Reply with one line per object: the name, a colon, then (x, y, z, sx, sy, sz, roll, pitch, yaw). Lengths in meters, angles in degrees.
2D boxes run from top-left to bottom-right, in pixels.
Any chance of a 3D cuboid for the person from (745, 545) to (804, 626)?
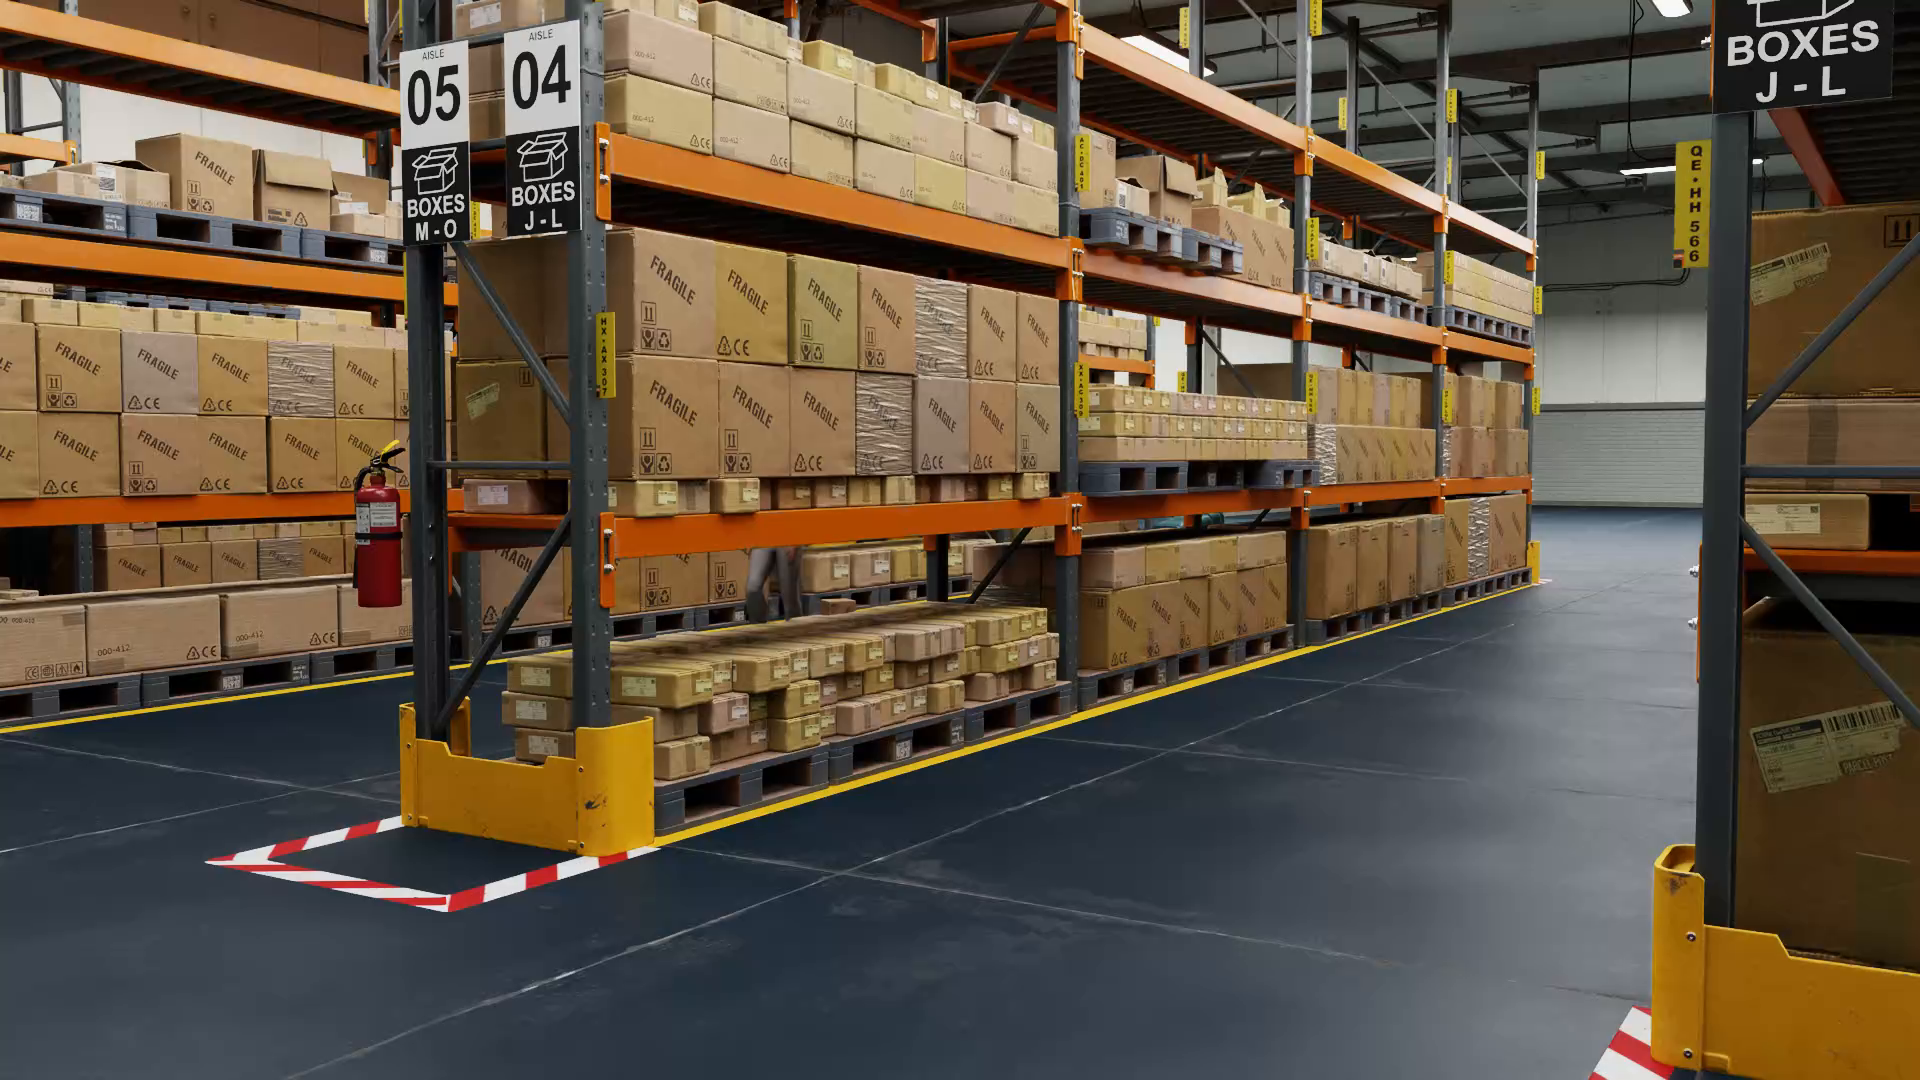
person: (-1.401, 0.073, 12.735, 0.442, 1.762, 0.534, 1, 3, 16)
